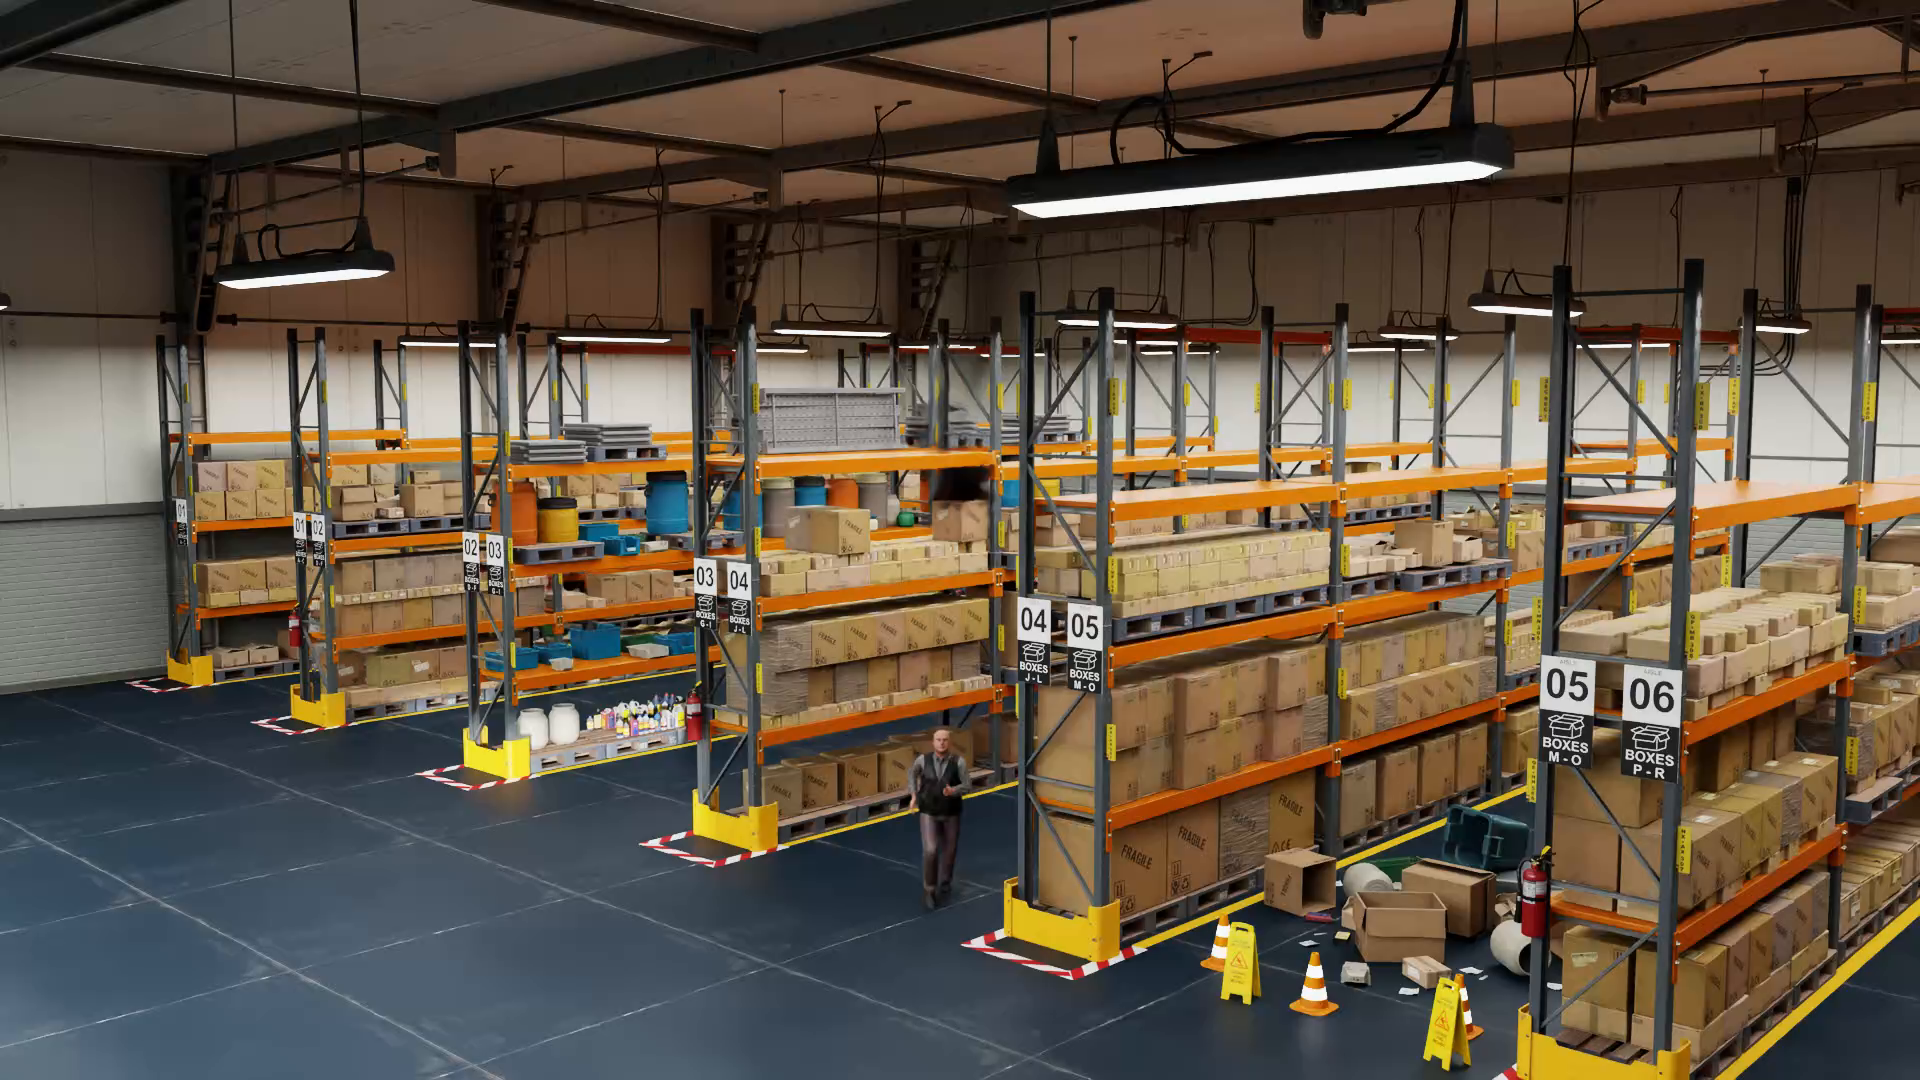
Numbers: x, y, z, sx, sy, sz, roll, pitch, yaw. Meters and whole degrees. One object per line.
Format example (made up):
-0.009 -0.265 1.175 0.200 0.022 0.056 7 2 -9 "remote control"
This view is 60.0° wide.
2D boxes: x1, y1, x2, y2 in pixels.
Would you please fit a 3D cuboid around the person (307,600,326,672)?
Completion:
-10.669 1.761 27.777 0.684 1.599 0.868 1 5 6 "person"

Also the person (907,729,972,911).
-0.198 2.764 16.527 0.629 1.774 0.755 0 5 -5 "person"

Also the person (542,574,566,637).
-7.532 1.426 30.534 0.661 1.735 0.642 4 6 33 "person"
